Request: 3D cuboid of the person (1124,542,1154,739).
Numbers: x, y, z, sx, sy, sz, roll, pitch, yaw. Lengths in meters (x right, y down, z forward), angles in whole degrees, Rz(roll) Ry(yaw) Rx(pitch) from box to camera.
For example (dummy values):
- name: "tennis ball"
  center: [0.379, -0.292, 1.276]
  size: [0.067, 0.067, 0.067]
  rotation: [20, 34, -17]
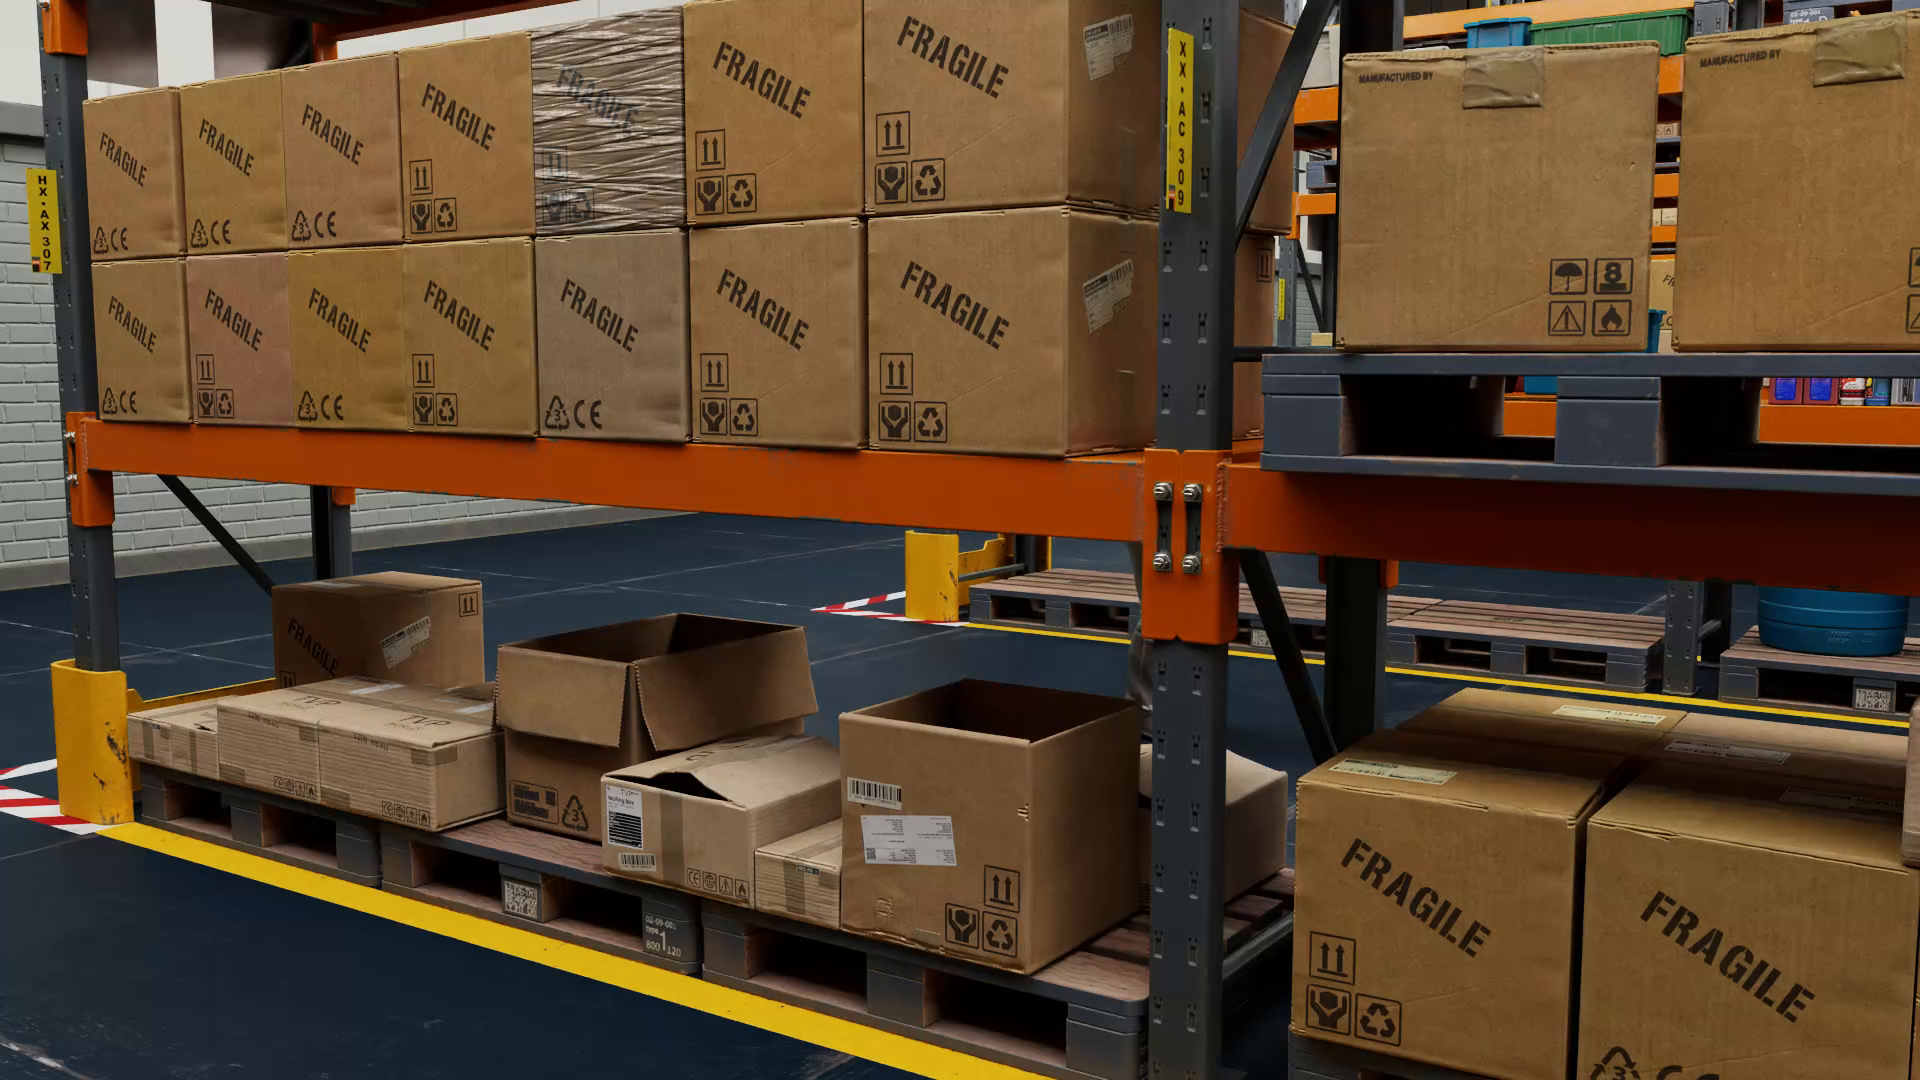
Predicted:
- name: "person"
  center: [0.915, -0.100, 6.606]
  size: [0.551, 1.762, 0.494]
  rotation: [4, 8, 35]
